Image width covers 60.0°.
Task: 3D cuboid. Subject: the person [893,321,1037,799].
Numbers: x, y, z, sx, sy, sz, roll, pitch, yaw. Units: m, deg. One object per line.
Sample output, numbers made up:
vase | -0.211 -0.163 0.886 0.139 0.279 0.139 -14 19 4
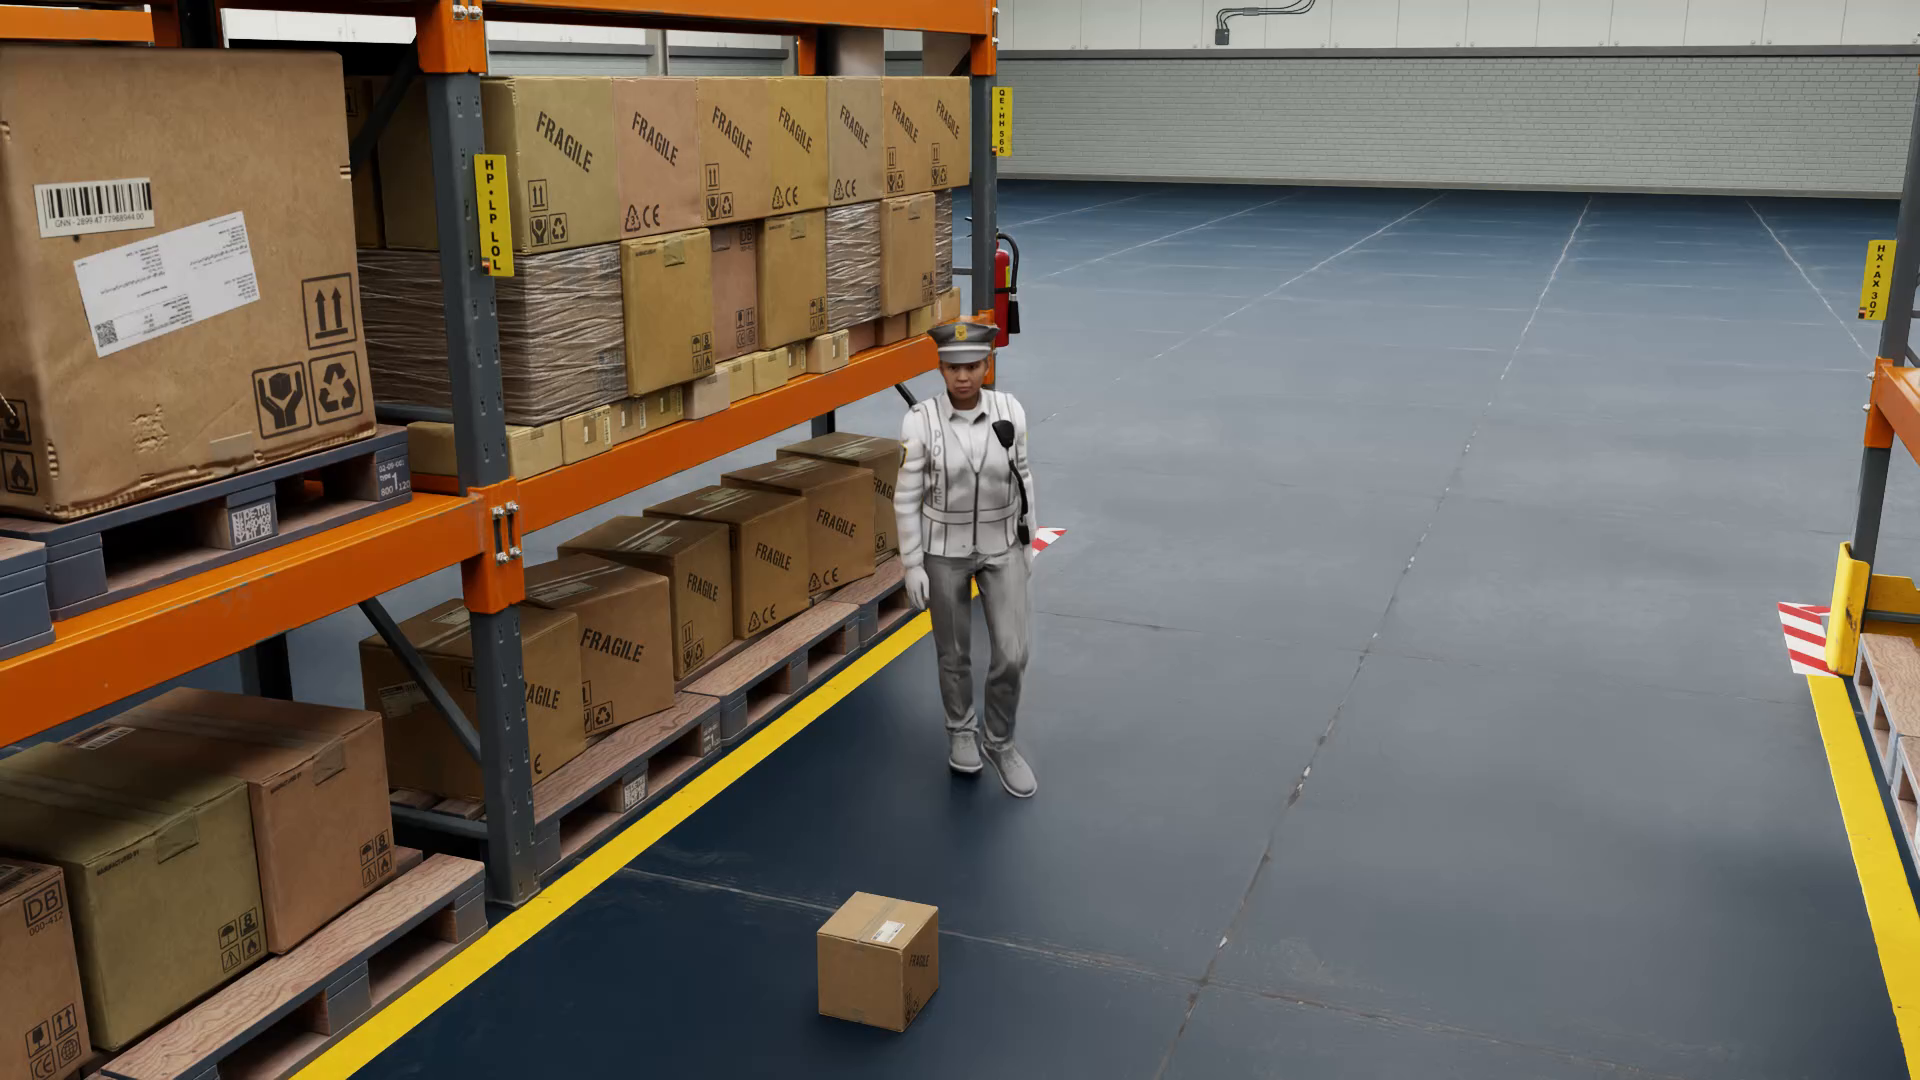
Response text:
person | 0.023 0.056 5.778 0.510 1.687 0.511 -1 16 -5
